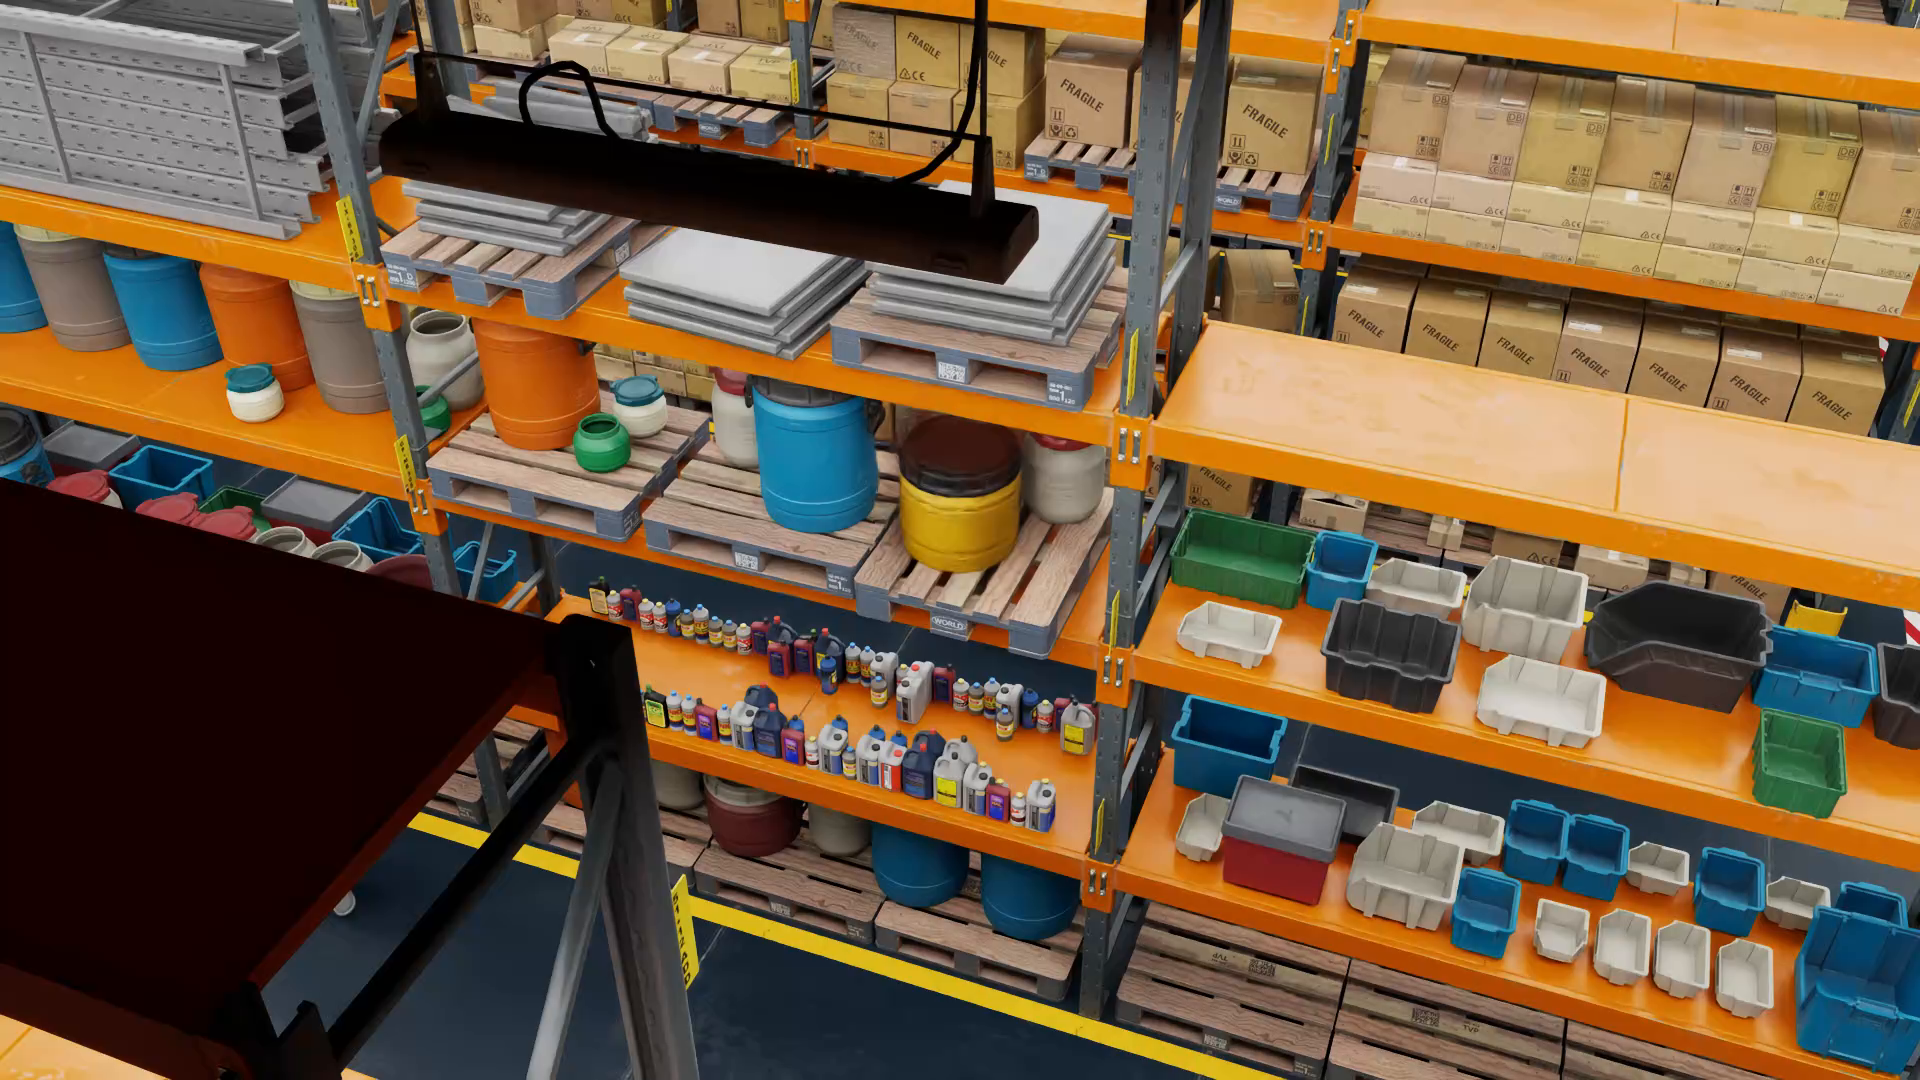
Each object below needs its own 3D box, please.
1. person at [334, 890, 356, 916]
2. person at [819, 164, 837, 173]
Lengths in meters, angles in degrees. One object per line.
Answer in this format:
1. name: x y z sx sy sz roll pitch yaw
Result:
1. person: -3.938 1.564 9.849 0.697 1.809 0.404 -12 38 -16
2. person: -1.337 -3.004 16.105 0.394 1.586 0.455 18 40 22
